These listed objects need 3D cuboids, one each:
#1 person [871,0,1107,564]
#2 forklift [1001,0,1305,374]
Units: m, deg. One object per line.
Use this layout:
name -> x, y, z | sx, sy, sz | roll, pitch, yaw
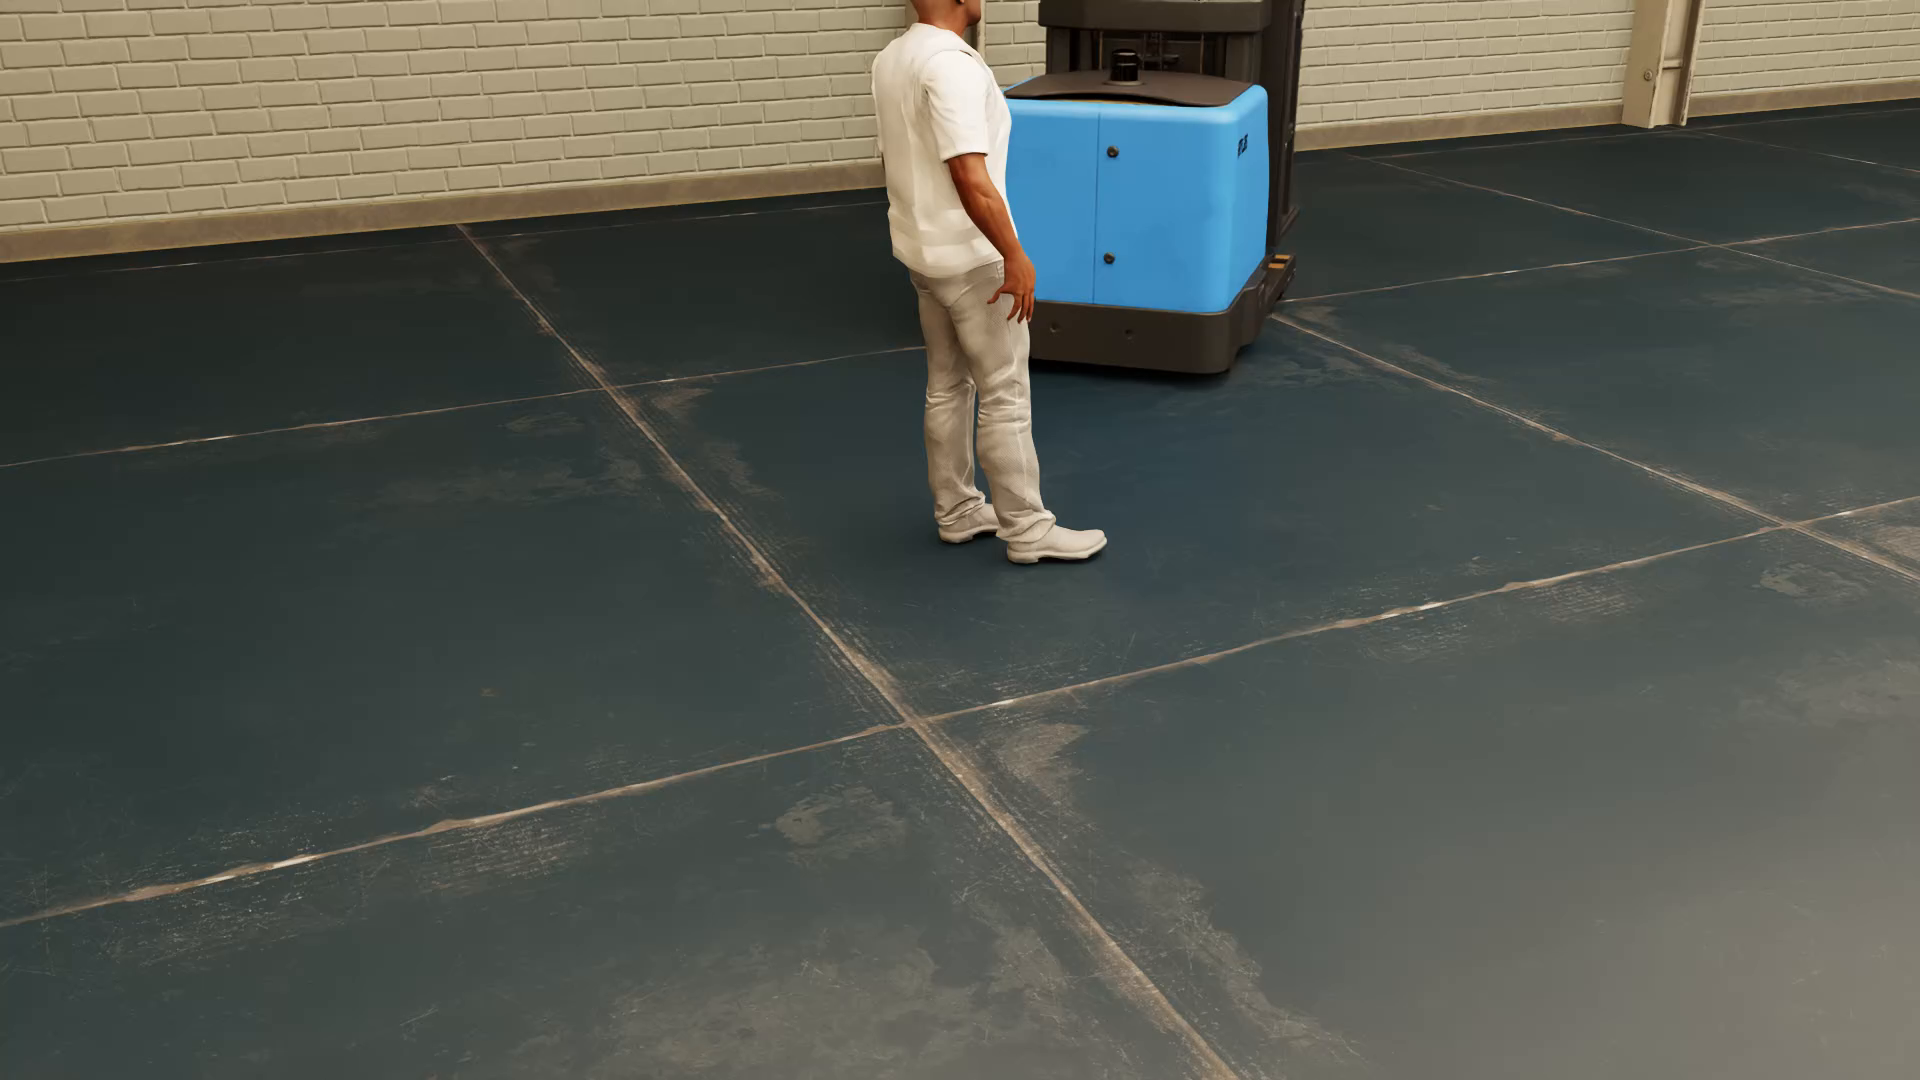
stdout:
person -> 0.065, -0.831, 4.787 | 0.577, 1.765, 0.665 | -10, 25, -23
forklift -> 0.992, -2.537, 7.393 | 1.130, 2.935, 3.031 | 7, 24, 17
